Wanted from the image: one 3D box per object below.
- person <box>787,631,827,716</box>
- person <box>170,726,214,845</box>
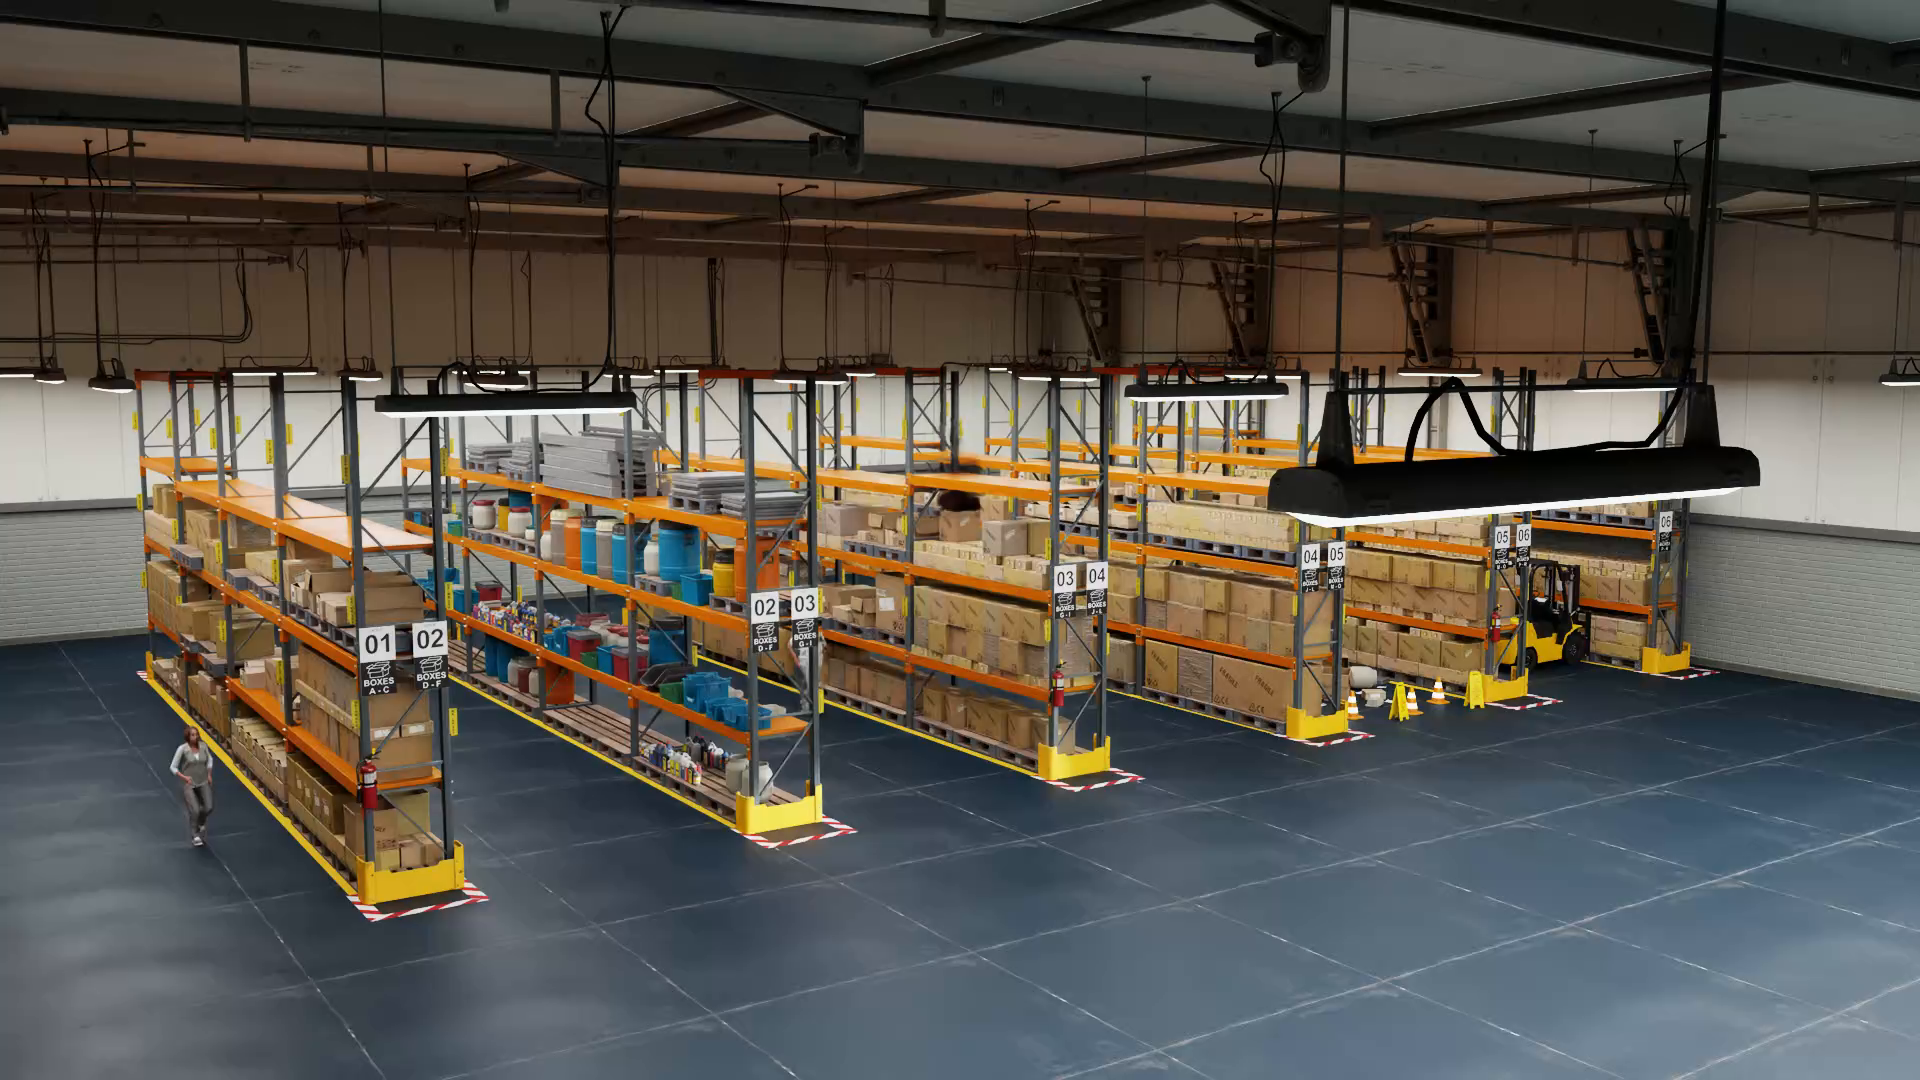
[{"bbox_3d":[-2.567,2.186,28.998,0.653,1.773,0.652,6,9,43],"label":"person"},{"bbox_3d":[-9.812,3.153,21.324,0.553,1.563,0.533,-6,9,-43],"label":"person"}]
